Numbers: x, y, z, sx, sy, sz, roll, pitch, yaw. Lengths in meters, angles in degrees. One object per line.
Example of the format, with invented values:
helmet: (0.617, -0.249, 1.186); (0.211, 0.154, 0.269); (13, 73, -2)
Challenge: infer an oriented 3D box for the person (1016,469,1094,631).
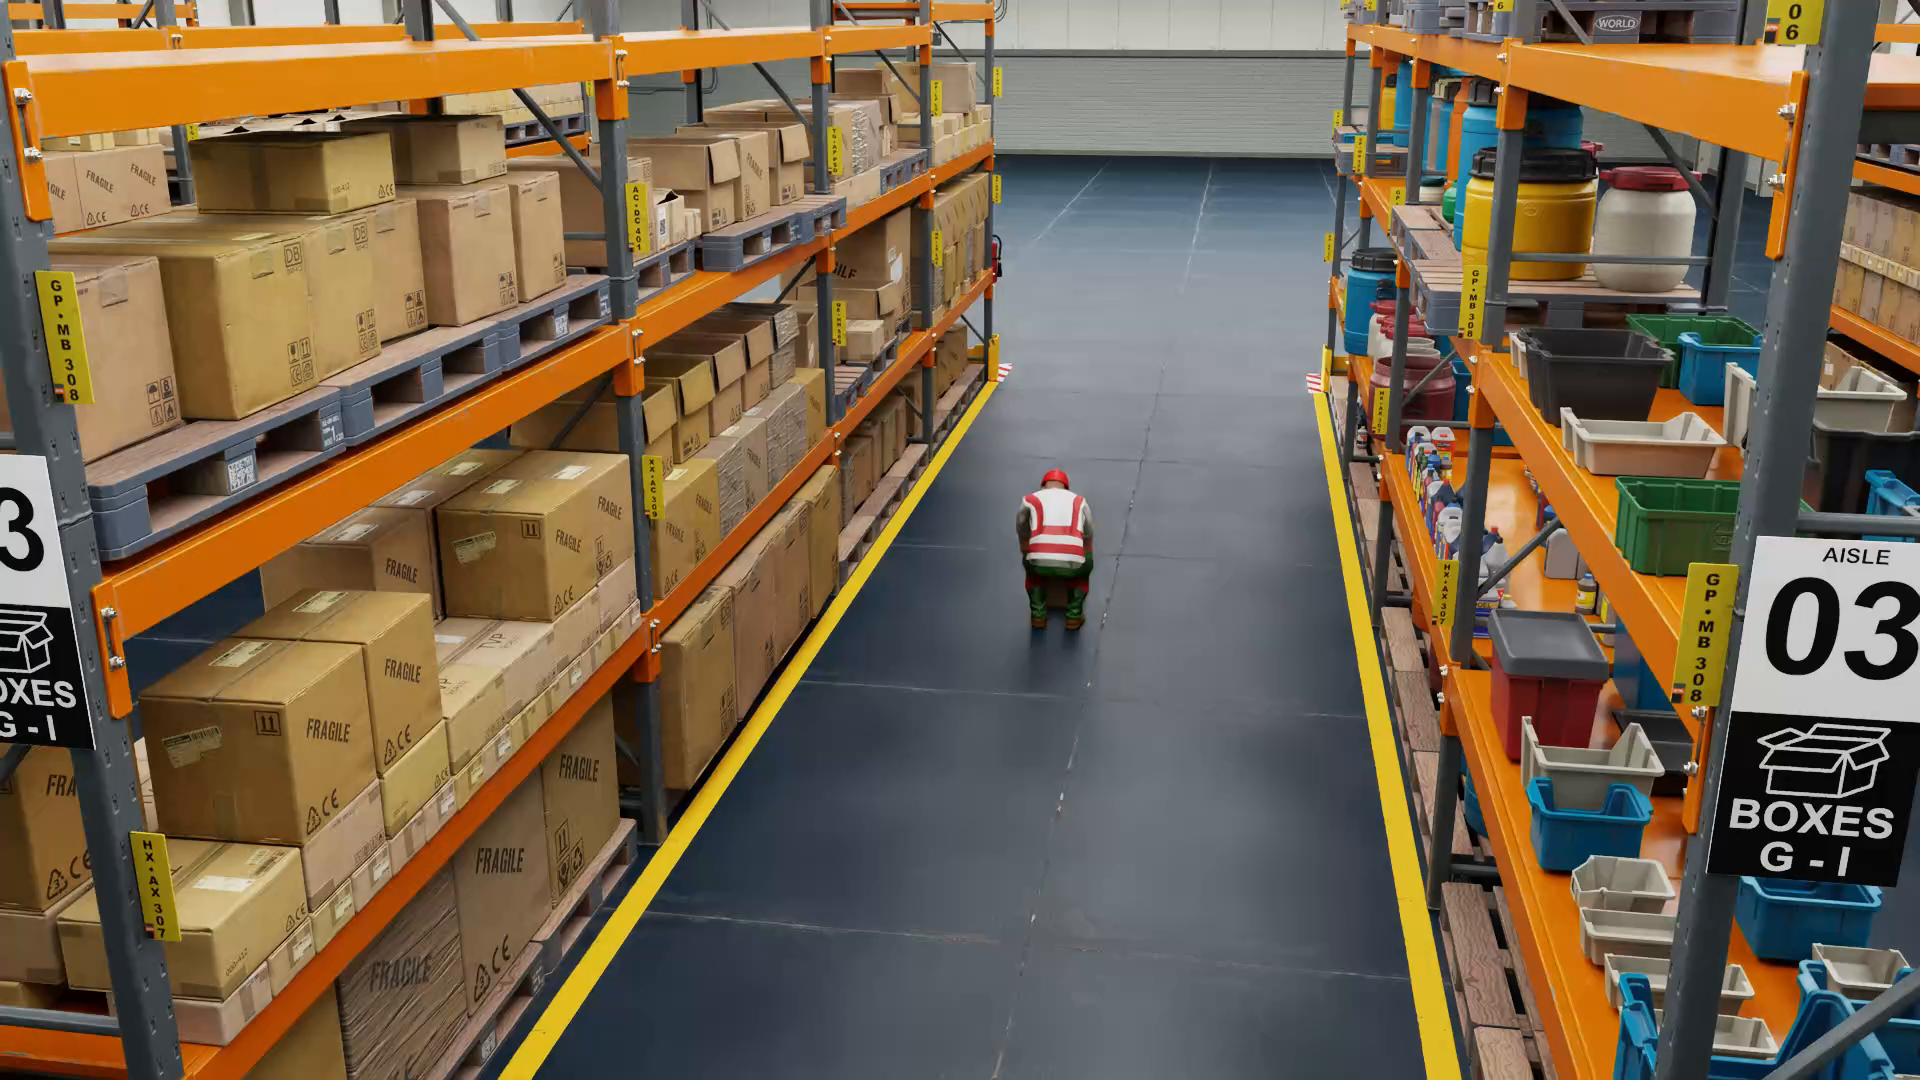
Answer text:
person: (0.678, 0.076, 12.012); (0.579, 1.041, 0.872); (3, 18, 9)
